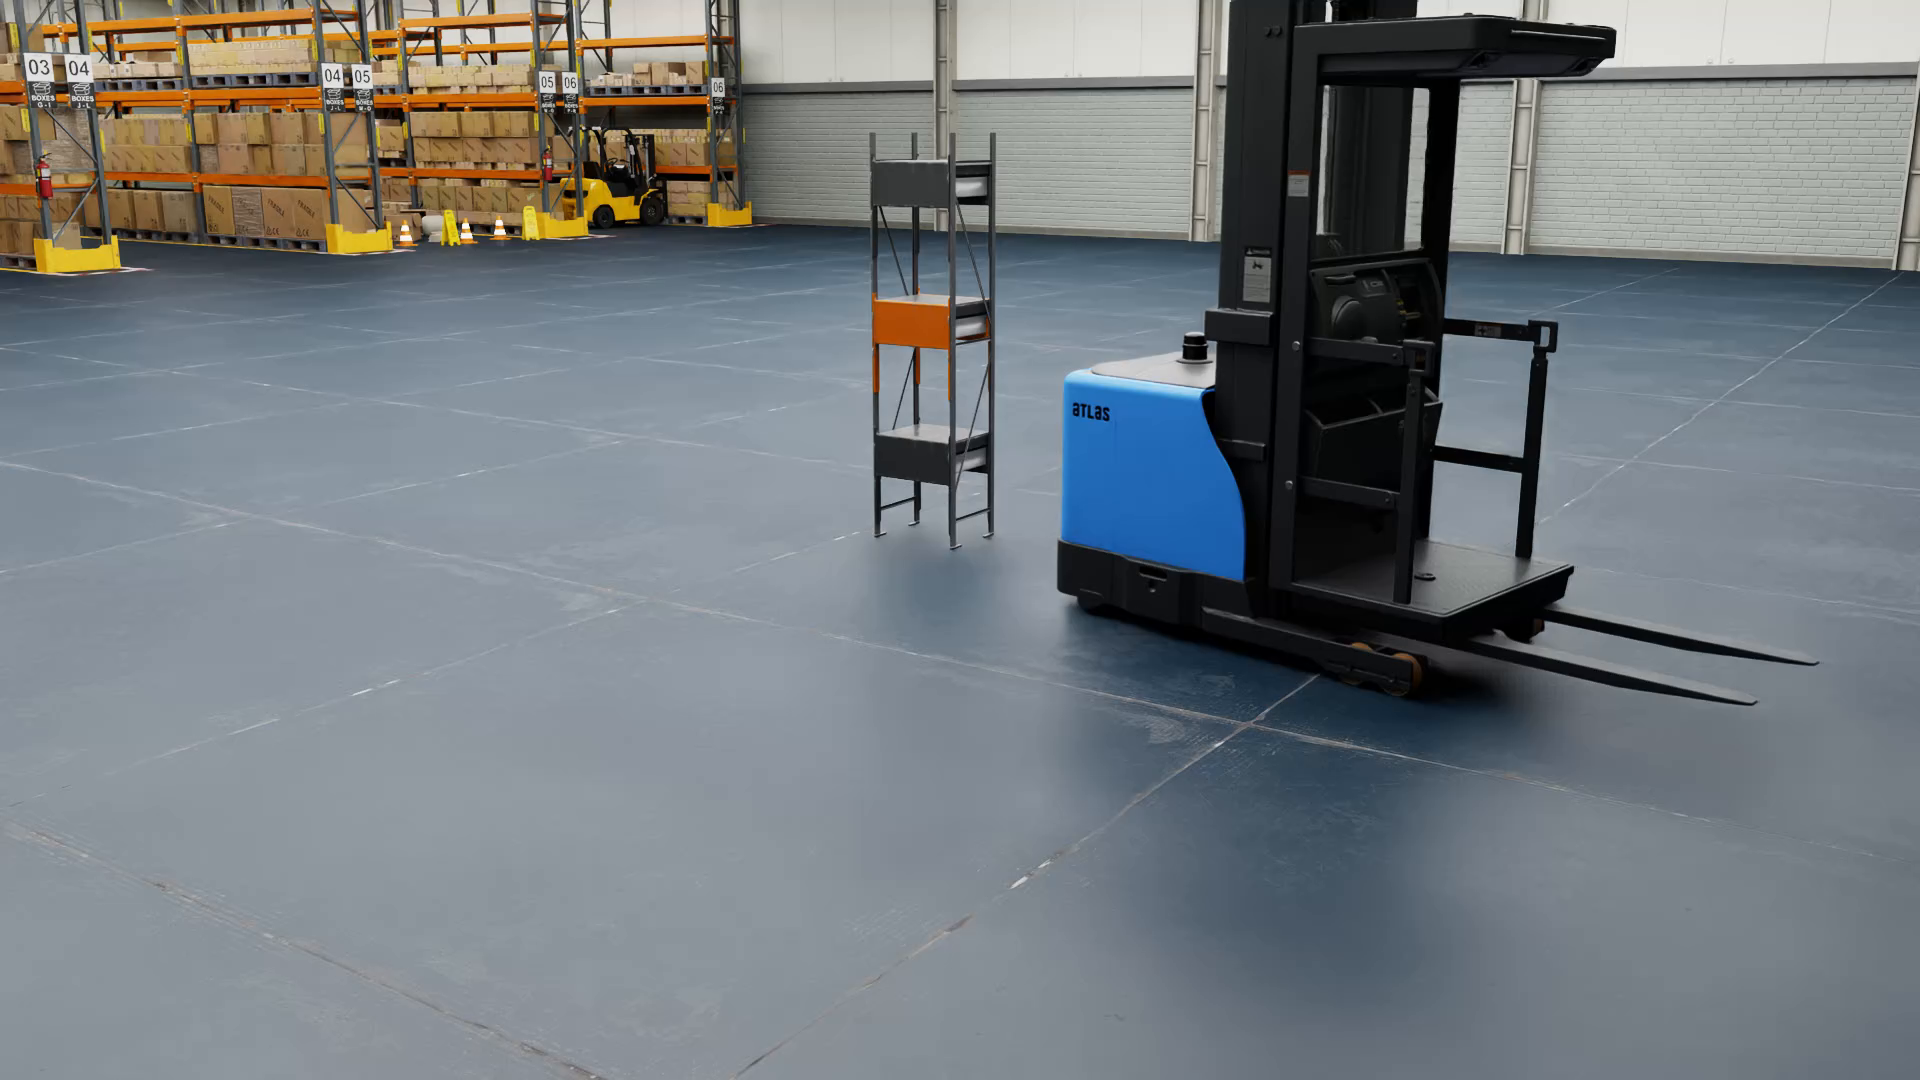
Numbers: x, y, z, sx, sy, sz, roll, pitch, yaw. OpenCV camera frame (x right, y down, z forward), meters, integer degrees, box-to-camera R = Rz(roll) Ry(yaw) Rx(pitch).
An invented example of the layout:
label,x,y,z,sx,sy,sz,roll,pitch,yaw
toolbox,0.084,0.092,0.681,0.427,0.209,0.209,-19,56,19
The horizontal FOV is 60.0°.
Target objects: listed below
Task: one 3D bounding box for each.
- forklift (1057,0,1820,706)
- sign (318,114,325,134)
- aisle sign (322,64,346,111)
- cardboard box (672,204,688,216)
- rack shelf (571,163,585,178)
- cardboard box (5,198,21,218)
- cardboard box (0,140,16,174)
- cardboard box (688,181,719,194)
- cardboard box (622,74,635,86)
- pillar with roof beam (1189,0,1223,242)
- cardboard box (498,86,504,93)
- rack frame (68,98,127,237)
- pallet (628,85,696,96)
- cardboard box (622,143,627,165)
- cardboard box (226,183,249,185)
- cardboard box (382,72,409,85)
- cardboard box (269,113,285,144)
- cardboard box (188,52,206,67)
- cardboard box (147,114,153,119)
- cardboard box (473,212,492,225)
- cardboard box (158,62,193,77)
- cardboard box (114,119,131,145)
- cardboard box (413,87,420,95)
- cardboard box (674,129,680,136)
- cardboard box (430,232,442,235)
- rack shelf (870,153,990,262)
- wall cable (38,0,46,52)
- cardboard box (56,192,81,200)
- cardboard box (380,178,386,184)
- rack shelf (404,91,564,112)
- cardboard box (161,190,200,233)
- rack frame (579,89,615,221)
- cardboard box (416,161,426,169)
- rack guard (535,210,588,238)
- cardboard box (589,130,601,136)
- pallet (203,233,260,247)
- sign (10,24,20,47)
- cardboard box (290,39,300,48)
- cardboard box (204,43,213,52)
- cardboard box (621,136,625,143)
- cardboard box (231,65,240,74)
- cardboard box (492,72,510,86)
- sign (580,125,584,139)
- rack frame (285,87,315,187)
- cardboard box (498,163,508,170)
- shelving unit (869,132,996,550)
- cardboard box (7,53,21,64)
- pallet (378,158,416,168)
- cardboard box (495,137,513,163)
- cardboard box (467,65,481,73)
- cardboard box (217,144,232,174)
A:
label,x,y,z,sx,sy,sz,roll,pitch,yaw
forklift,1.846,-0.961,6.606,3.031,2.935,1.130,13,19,43
sign,-10.973,-7.155,28.583,0.005,0.325,0.100,9,17,33
aisle sign,-10.767,-7.777,28.588,0.004,0.787,0.394,9,17,33
cardboard box,-6.186,-7.513,37.779,0.500,0.250,0.500,9,17,33
rack shelf,-10.191,-9.031,40.559,4.000,0.370,1.077,9,17,33
cardboard box,-19.711,-6.962,35.032,0.500,0.500,0.500,10,17,35
cardboard box,-14.433,-5.924,25.686,0.500,0.500,0.875,9,17,33
cardboard box,-5.769,-7.929,37.380,0.500,0.250,0.500,10,17,35
cardboard box,-7.469,-10.495,37.933,0.258,0.266,0.396,9,16,31
pillar with roof beam,2.267,-9.293,27.636,0.400,9.000,9.100,9,17,33
cardboard box,-9.031,-9.028,33.330,0.250,0.149,0.380,9,17,33
rack frame,-17.297,-7.657,33.514,0.127,3.000,1.000,9,17,33
pallet,-6.801,-10.252,37.936,1.213,0.211,1.003,9,17,33
cardboard box,-7.447,-8.914,38.384,0.500,0.500,0.500,9,17,32
cardboard box,-16.624,-8.180,39.173,0.875,0.875,0.875,10,17,34
cardboard box,-11.864,-9.758,35.196,0.500,0.250,0.500,9,16,32
cardboard box,-11.841,-7.397,29.901,0.550,0.550,0.875,9,17,33
cardboard box,-13.728,-8.780,30.416,0.500,0.250,0.500,9,17,33
cardboard box,-19.396,-10.205,40.167,0.250,0.149,0.380,9,16,32
cardboard box,-9.663,-6.649,34.289,0.500,0.250,0.500,8,16,31
cardboard box,-14.653,-8.819,31.196,0.500,0.250,0.500,9,17,33
cardboard box,-16.082,-7.993,32.582,0.500,0.500,0.700,9,16,32
cardboard box,-11.176,-9.364,34.688,0.250,0.149,0.380,9,16,32
cardboard box,-6.247,-9.194,37.544,0.250,0.149,0.380,9,17,33
cardboard box,-10.194,-5.974,32.647,0.380,0.149,0.250,-7,15,-25
rack shelf,-0.137,-1.708,8.496,0.480,0.518,0.431,9,17,33
wall cable,-25.711,-13.499,44.628,0.029,3.000,2.355,9,17,33
cardboard box,-18.010,-7.051,33.833,0.500,0.250,0.500,9,16,31
cardboard box,-15.021,-9.389,43.486,0.250,0.149,0.380,10,17,35
rack shelf,-9.639,-8.960,34.031,4.000,0.370,1.077,9,17,33
cardboard box,-14.543,-6.298,31.831,0.750,0.750,1.050,9,17,33
rack frame,-8.531,-9.112,39.389,0.127,3.000,1.000,9,17,33
cardboard box,-11.216,-7.893,34.990,0.250,0.149,0.380,9,17,33
rack guard,-8.043,-6.382,33.563,0.348,0.500,1.175,9,17,33
cardboard box,-8.433,-9.518,38.852,0.250,0.149,0.380,10,17,34
pallet,-13.390,-5.650,31.207,1.213,0.211,1.003,9,17,33
sign,-13.837,-7.387,24.337,0.005,0.325,0.100,9,17,33
cardboard box,-11.334,-8.569,28.737,0.250,0.149,0.380,9,17,33
cardboard box,-13.443,-8.910,30.113,0.250,0.149,0.380,9,17,32
cardboard box,-7.586,-9.233,38.320,0.250,0.149,0.380,9,17,32
cardboard box,-12.807,-8.420,29.795,0.250,0.149,0.380,9,17,33
cardboard box,-8.964,-9.198,33.188,0.500,0.250,0.500,9,16,32
sign,-8.826,-9.526,38.817,0.005,0.325,0.100,9,17,33
rack frame,-14.618,-8.658,37.556,0.127,3.000,1.000,9,17,33
cardboard box,-9.113,-7.550,33.601,0.250,0.149,0.380,10,17,34
shelving unit,-0.137,-1.041,8.661,0.503,2.100,0.431,9,17,33
cardboard box,-13.915,-7.161,24.748,0.250,0.149,0.380,9,17,33
pallet,-11.852,-8.160,35.943,1.213,0.211,1.003,9,17,33
cardboard box,-8.997,-7.864,33.521,0.500,0.500,0.500,9,17,33
cardboard box,-9.716,-9.492,33.545,0.250,0.149,0.380,10,17,34
cardboard box,-13.196,-7.077,30.859,0.550,0.550,0.875,9,17,33
